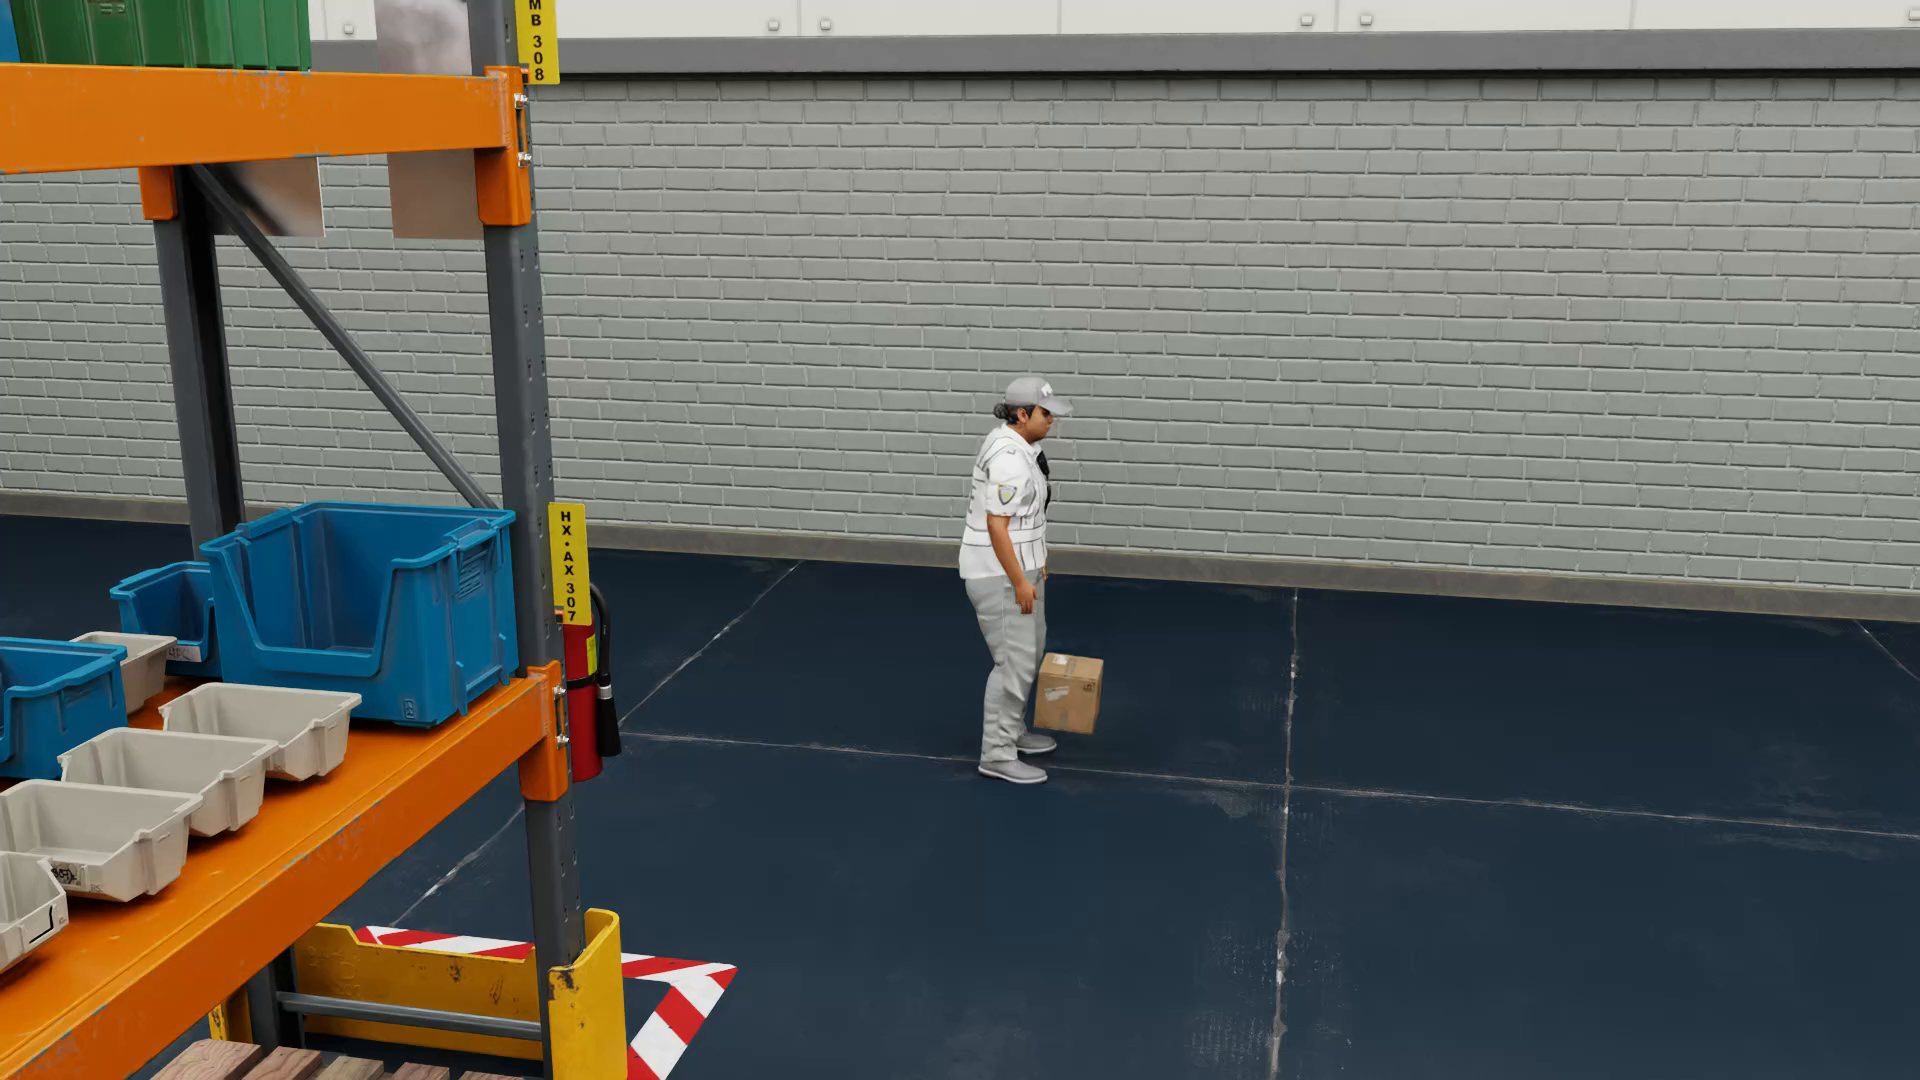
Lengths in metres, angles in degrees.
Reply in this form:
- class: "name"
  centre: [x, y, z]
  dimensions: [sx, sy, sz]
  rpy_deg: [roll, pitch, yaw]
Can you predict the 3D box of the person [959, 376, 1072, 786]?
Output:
- class: "person"
  centre: [0.230, 0.145, 6.947]
  dimensions: [0.451, 1.668, 0.532]
  rpy_deg: [3, 15, 10]
